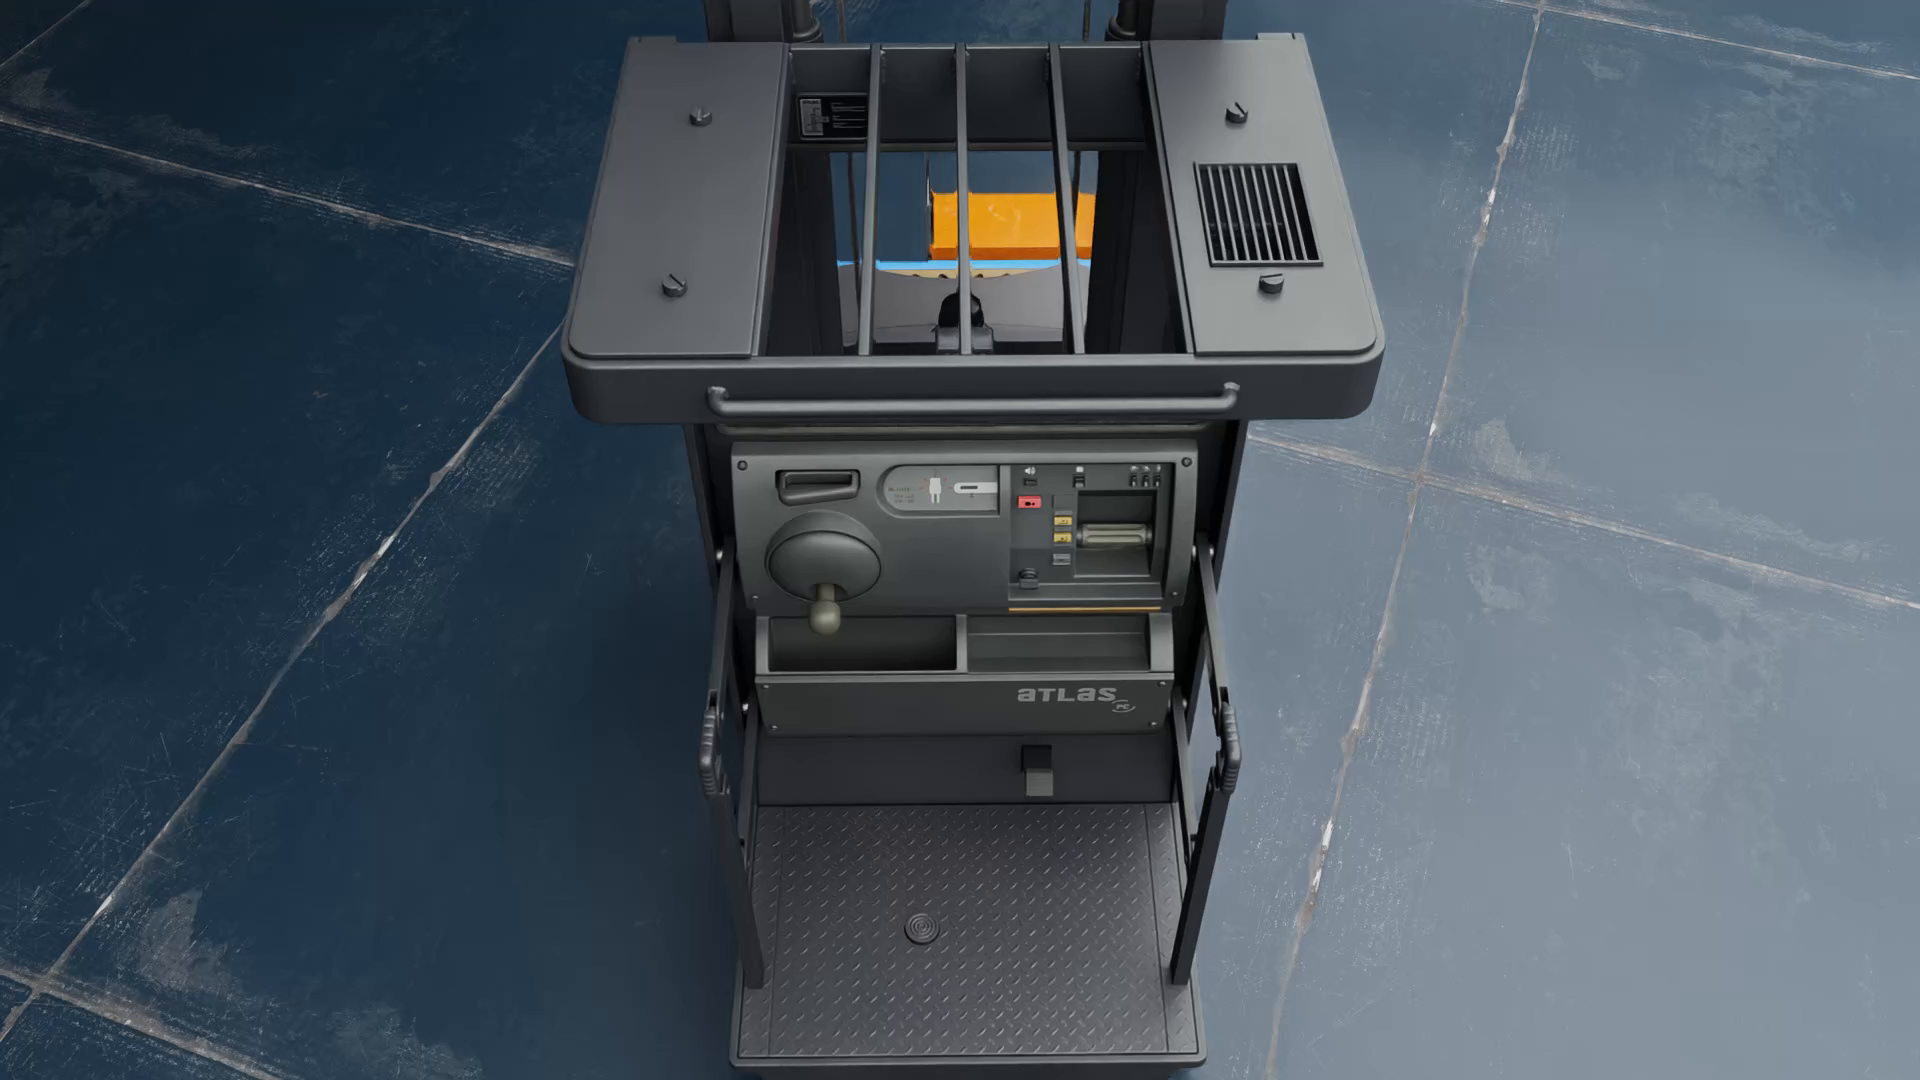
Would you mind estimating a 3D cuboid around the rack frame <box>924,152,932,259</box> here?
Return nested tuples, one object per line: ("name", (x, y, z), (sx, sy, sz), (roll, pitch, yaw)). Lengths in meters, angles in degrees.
("rack frame", (-0.089, -0.594, 4.970), (0.015, 1.200, 0.240), (0, 49, 0))

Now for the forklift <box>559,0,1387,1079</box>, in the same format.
("forklift", (0.014, 0.096, 3.227), (1.130, 2.935, 3.031), (0, 49, 0))

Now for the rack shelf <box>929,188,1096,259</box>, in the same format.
("rack shelf", (0.155, -0.854, 4.675), (0.480, 0.148, 0.258), (0, 49, 0))

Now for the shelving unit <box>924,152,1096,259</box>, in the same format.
("shelving unit", (0.155, -0.596, 4.972), (0.503, 1.200, 0.258), (0, 49, 0))
